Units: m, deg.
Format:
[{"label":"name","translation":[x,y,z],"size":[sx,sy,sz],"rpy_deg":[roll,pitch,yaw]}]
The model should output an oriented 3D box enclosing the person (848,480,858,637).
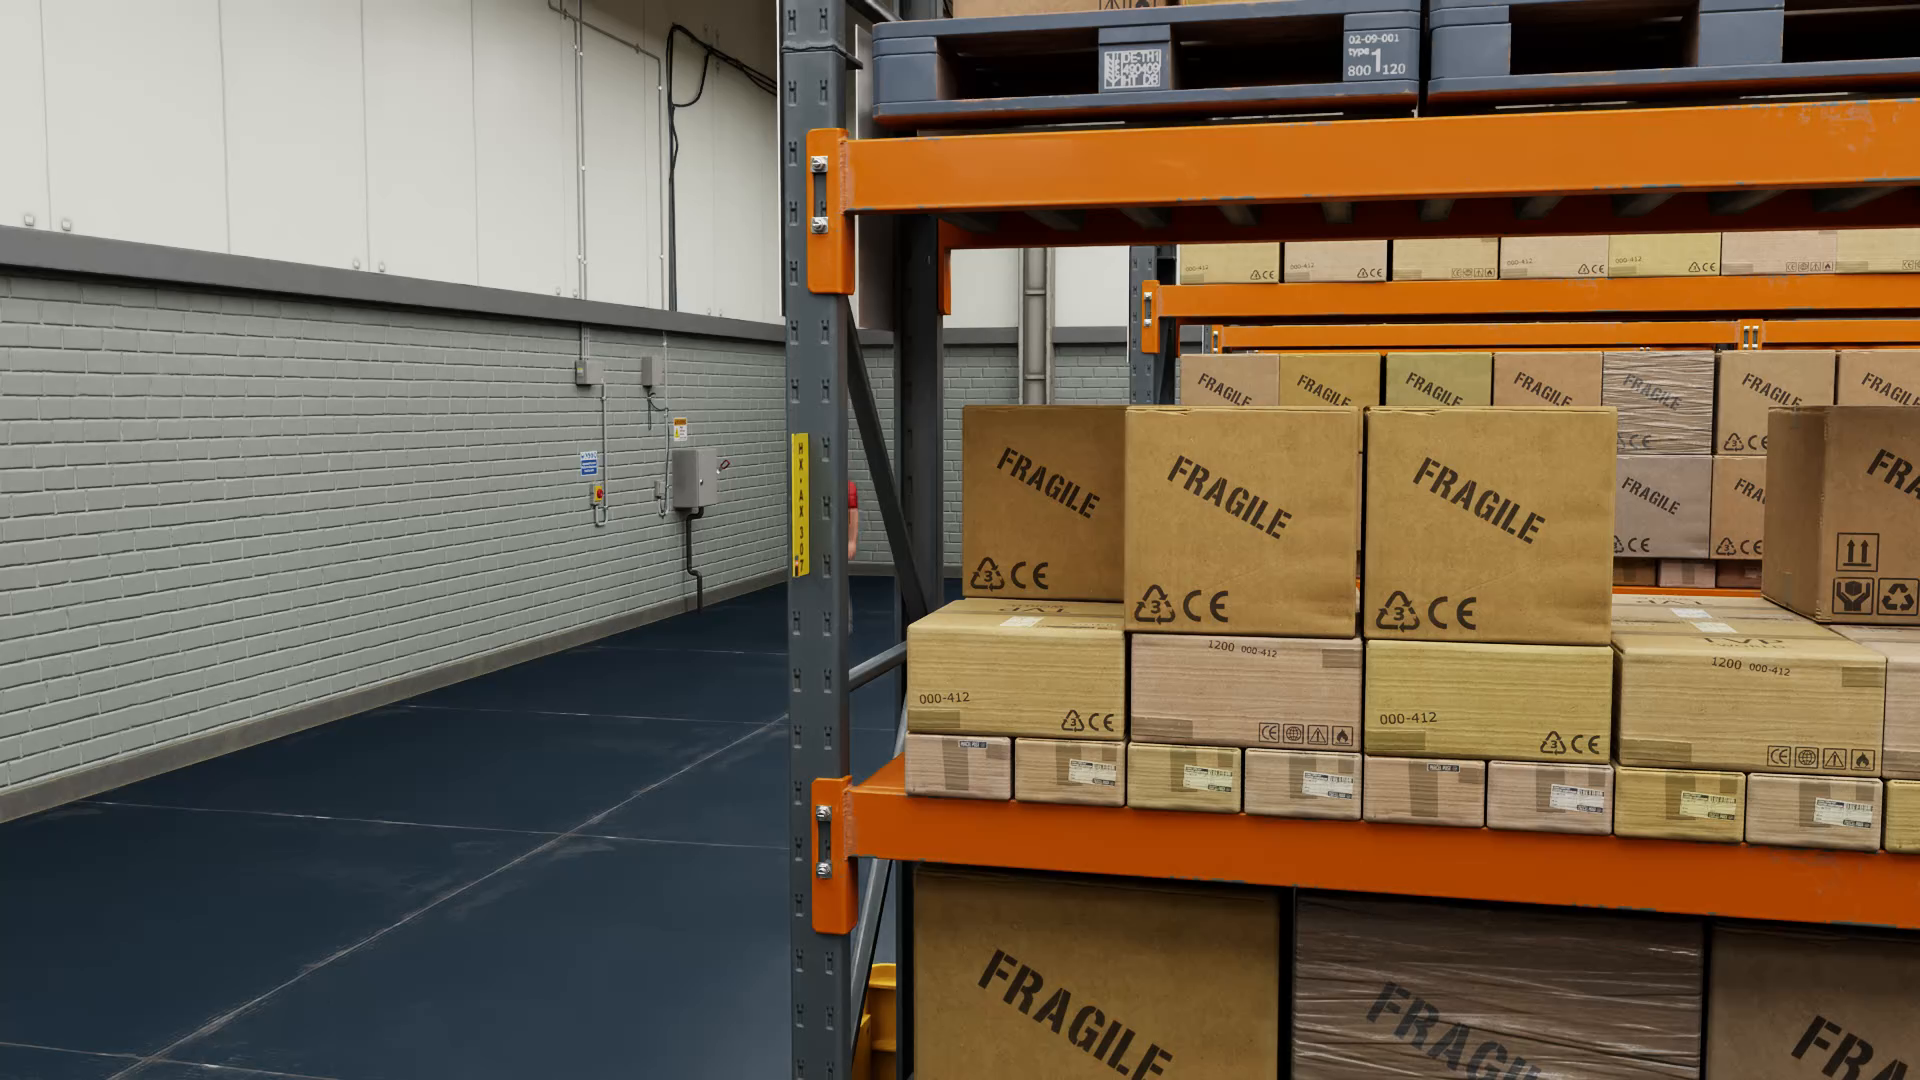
[{"label":"person","translation":[-1.266,0.060,15.688],"size":[0.573,1.791,0.409],"rpy_deg":[2,5,23]}]
